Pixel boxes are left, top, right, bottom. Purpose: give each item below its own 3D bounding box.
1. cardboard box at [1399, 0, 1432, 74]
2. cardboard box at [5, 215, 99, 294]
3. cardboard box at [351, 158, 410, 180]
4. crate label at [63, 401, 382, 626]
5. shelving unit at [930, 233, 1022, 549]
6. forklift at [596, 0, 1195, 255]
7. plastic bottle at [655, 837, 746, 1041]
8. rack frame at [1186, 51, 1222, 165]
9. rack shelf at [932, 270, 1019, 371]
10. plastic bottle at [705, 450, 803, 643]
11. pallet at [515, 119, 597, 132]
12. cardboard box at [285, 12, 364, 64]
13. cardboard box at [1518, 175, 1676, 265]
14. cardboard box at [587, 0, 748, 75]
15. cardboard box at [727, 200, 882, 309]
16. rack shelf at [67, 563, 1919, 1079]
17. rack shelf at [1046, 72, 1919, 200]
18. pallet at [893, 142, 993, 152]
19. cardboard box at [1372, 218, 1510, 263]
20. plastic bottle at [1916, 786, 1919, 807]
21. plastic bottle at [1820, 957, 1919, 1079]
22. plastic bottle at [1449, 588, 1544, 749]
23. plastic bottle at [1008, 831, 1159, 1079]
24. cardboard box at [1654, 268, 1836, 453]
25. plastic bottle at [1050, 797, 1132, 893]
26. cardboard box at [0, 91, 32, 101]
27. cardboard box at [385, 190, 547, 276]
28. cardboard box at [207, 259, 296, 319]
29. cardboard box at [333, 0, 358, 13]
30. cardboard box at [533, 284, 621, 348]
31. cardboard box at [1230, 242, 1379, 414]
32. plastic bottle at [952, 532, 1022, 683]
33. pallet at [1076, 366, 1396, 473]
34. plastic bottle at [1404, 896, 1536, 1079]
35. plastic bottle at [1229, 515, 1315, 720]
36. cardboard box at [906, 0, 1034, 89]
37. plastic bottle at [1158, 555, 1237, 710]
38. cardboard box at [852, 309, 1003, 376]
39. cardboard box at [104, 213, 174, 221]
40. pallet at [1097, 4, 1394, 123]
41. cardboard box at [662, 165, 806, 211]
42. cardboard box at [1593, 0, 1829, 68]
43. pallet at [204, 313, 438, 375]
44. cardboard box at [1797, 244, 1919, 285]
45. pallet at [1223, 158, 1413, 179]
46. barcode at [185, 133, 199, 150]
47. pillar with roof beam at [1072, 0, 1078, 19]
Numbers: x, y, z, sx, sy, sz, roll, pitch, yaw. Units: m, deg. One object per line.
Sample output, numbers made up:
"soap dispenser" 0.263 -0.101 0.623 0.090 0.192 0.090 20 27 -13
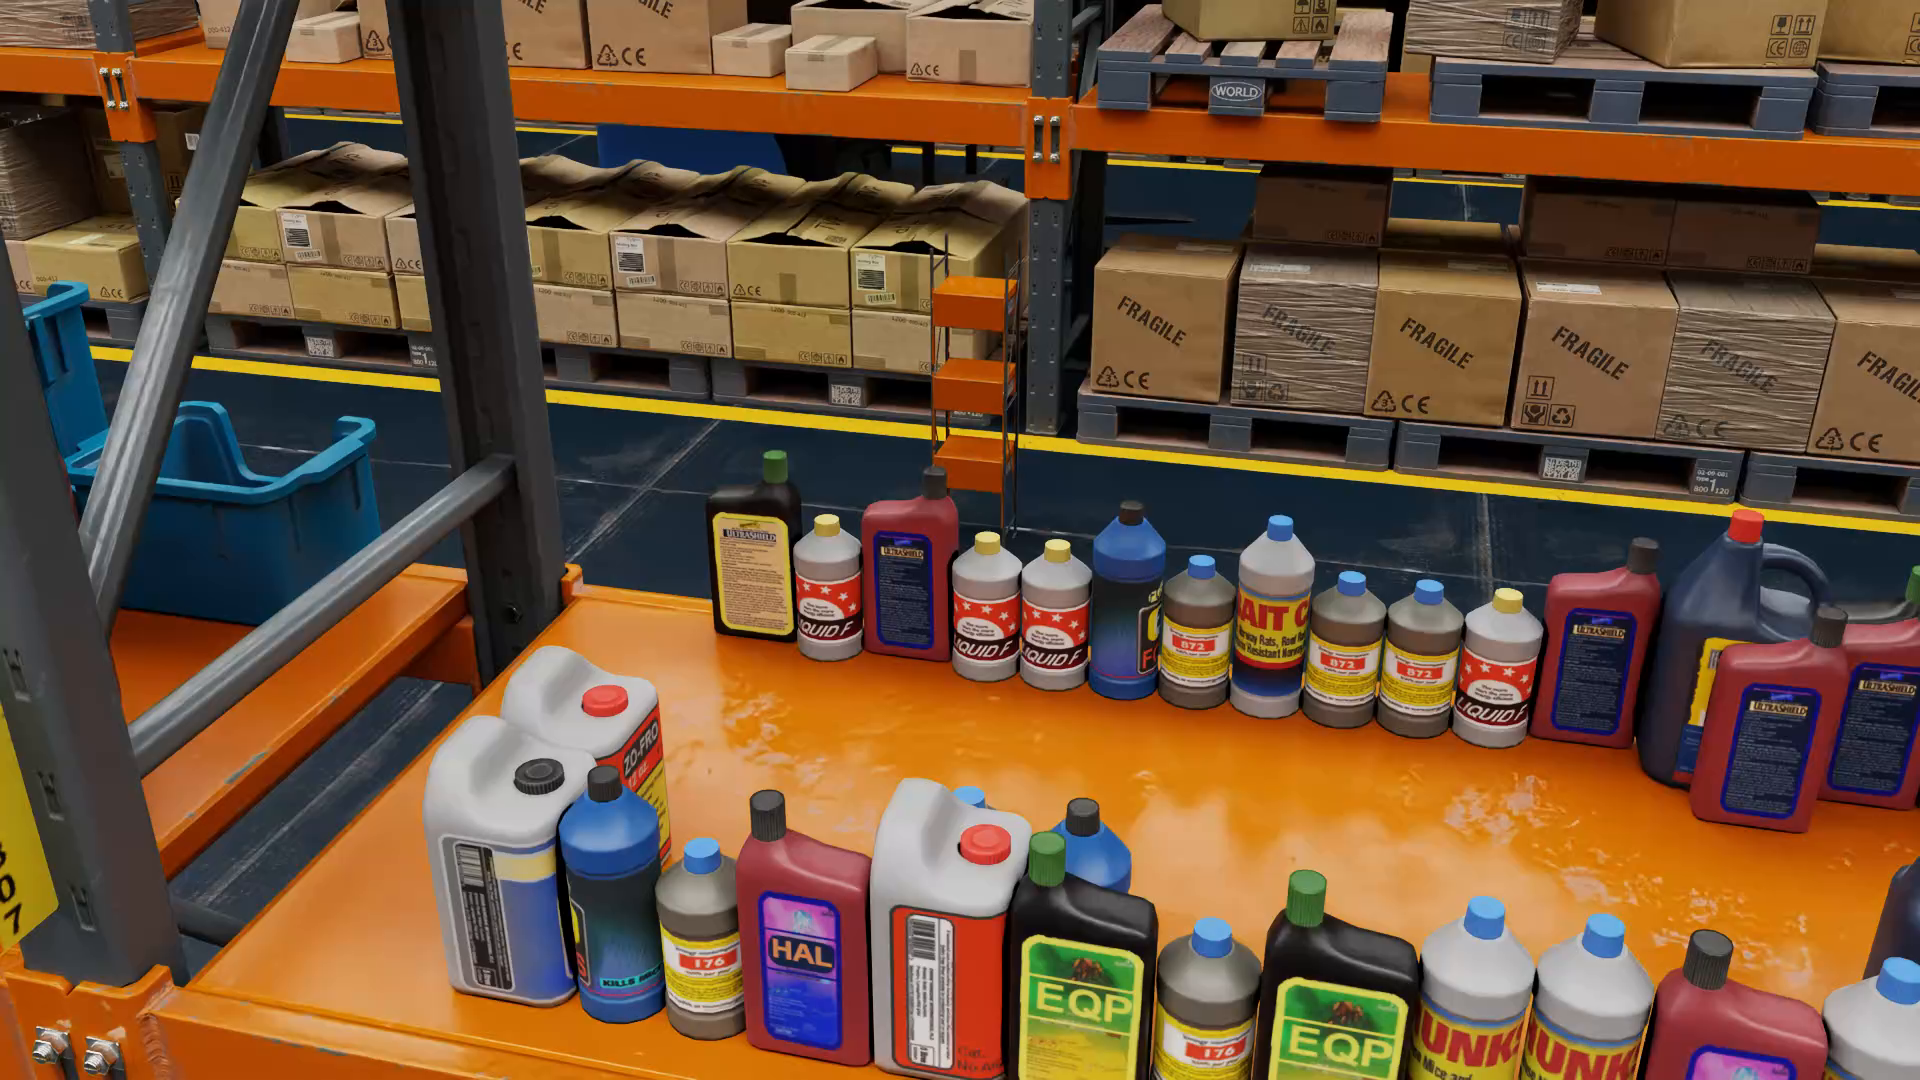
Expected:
"cardboard box" 3.203 -3.027 10.631 0.750 0.750 0.750 6 26 13
"cardboard box" -4.413 -1.368 7.844 0.500 0.250 0.500 6 26 13
"cardboard box" -2.459 -1.628 7.737 0.500 0.311 0.500 7 26 14
"crate label" -1.106 -0.039 2.537 0.416 0.233 0.303 6 26 13
"shelving unit" 0.052 -0.468 5.512 0.252 1.050 0.215 6 26 13
"forklift" -0.304 -2.830 8.285 3.031 2.935 1.130 5 26 11
"plastic bottle" -0.253 0.391 1.669 0.097 0.201 0.097 0 25 0
"rack frame" 1.676 -4.038 10.742 0.127 3.000 1.000 6 26 13
"rack shelf" 0.052 -0.715 5.395 0.240 0.259 0.215 6 26 13
"plastic bottle" -0.293 0.005 2.386 0.133 0.283 0.061 6 26 13
"pallet" -2.857 -3.264 12.361 1.213 0.211 1.003 6 26 13
"cardboard box" -2.620 -2.110 6.985 0.250 0.149 0.380 6 26 13
"cardboard box" 2.458 -1.269 6.450 0.500 0.250 0.500 6 26 12
"cardboard box" -1.183 -2.193 6.751 0.500 0.500 0.500 5 26 10
"cardboard box" -0.627 -1.183 6.803 0.500 0.311 0.500 6 26 12
"rack shelf" 1.146 0.626 1.783 4.000 0.370 1.077 6 26 13
"rack shelf" 2.383 -1.436 6.114 4.000 0.370 1.077 6 26 13
"pallet" -0.258 -2.995 11.794 1.213 0.211 1.003 6 26 13
"cardboard box" 1.912 -0.987 6.730 0.500 0.500 0.500 5 26 11
"plastic bottle" 1.266 0.165 1.970 0.185 0.351 0.144 6 26 13
"plastic bottle" 0.772 0.473 1.416 0.097 0.271 0.097 0 25 0
"plastic bottle" 0.698 0.160 2.156 0.097 0.201 0.097 0 25 0
"plastic bottle" 0.114 0.403 1.550 0.133 0.283 0.061 6 26 13
"cardboard box" 2.809 -0.661 6.044 0.500 0.500 0.500 7 26 14
"plastic bottle" 0.116 0.374 1.625 0.097 0.271 0.097 0 25 0
"cardboard box" -4.767 -1.977 8.251 0.500 0.500 0.500 6 26 13
"cardboard box" -2.104 -1.346 7.146 0.500 0.311 0.500 5 26 11
"cardboard box" -3.099 -1.205 7.502 0.500 0.250 0.500 6 26 12
"cardboard box" -2.530 -2.325 7.300 0.258 0.266 0.396 6 26 12
"cardboard box" -1.609 -1.041 7.157 0.500 0.250 0.500 7 26 14
"cardboard box" 1.324 -0.824 6.387 0.500 0.500 0.500 5 26 11
"plastic bottle" 0.038 0.087 2.309 0.097 0.201 0.097 0 25 0
"pallet" 1.160 -0.620 6.808 1.213 0.211 1.003 6 26 13
"plastic bottle" 0.454 0.438 1.490 0.097 0.271 0.097 0 25 0
"plastic bottle" 0.415 0.097 2.207 0.097 0.271 0.097 0 25 0
"cardboard box" 0.105 -1.992 6.548 0.500 0.311 0.500 8 27 16
"plastic bottle" 0.321 0.118 2.244 0.097 0.201 0.097 0 25 0
"cardboard box" -0.124 -0.878 6.815 0.500 0.250 0.500 7 26 14
"cardboard box" -3.801 -1.527 8.179 0.500 0.250 0.500 6 26 13
"pallet" 1.120 -1.845 6.359 1.003 0.211 1.213 6 26 13
"cardboard box" -0.992 -1.463 7.391 0.500 0.311 0.500 6 26 12
"cardboard box" 2.594 -1.945 5.741 0.500 0.500 0.700 0 25 0
"pallet" -2.704 -1.082 7.776 1.213 0.211 1.003 6 26 13
"cardboard box" 3.393 -0.823 6.384 0.500 0.500 0.500 7 26 14
"pallet" 2.421 -2.663 11.098 1.213 0.211 1.003 6 26 13
"barcode" -3.284 -1.706 7.123 0.075 0.075 0.001 6 26 13
"pillar with roof beam" -0.439 -5.454 6.736 0.400 9.000 9.100 6 26 13
